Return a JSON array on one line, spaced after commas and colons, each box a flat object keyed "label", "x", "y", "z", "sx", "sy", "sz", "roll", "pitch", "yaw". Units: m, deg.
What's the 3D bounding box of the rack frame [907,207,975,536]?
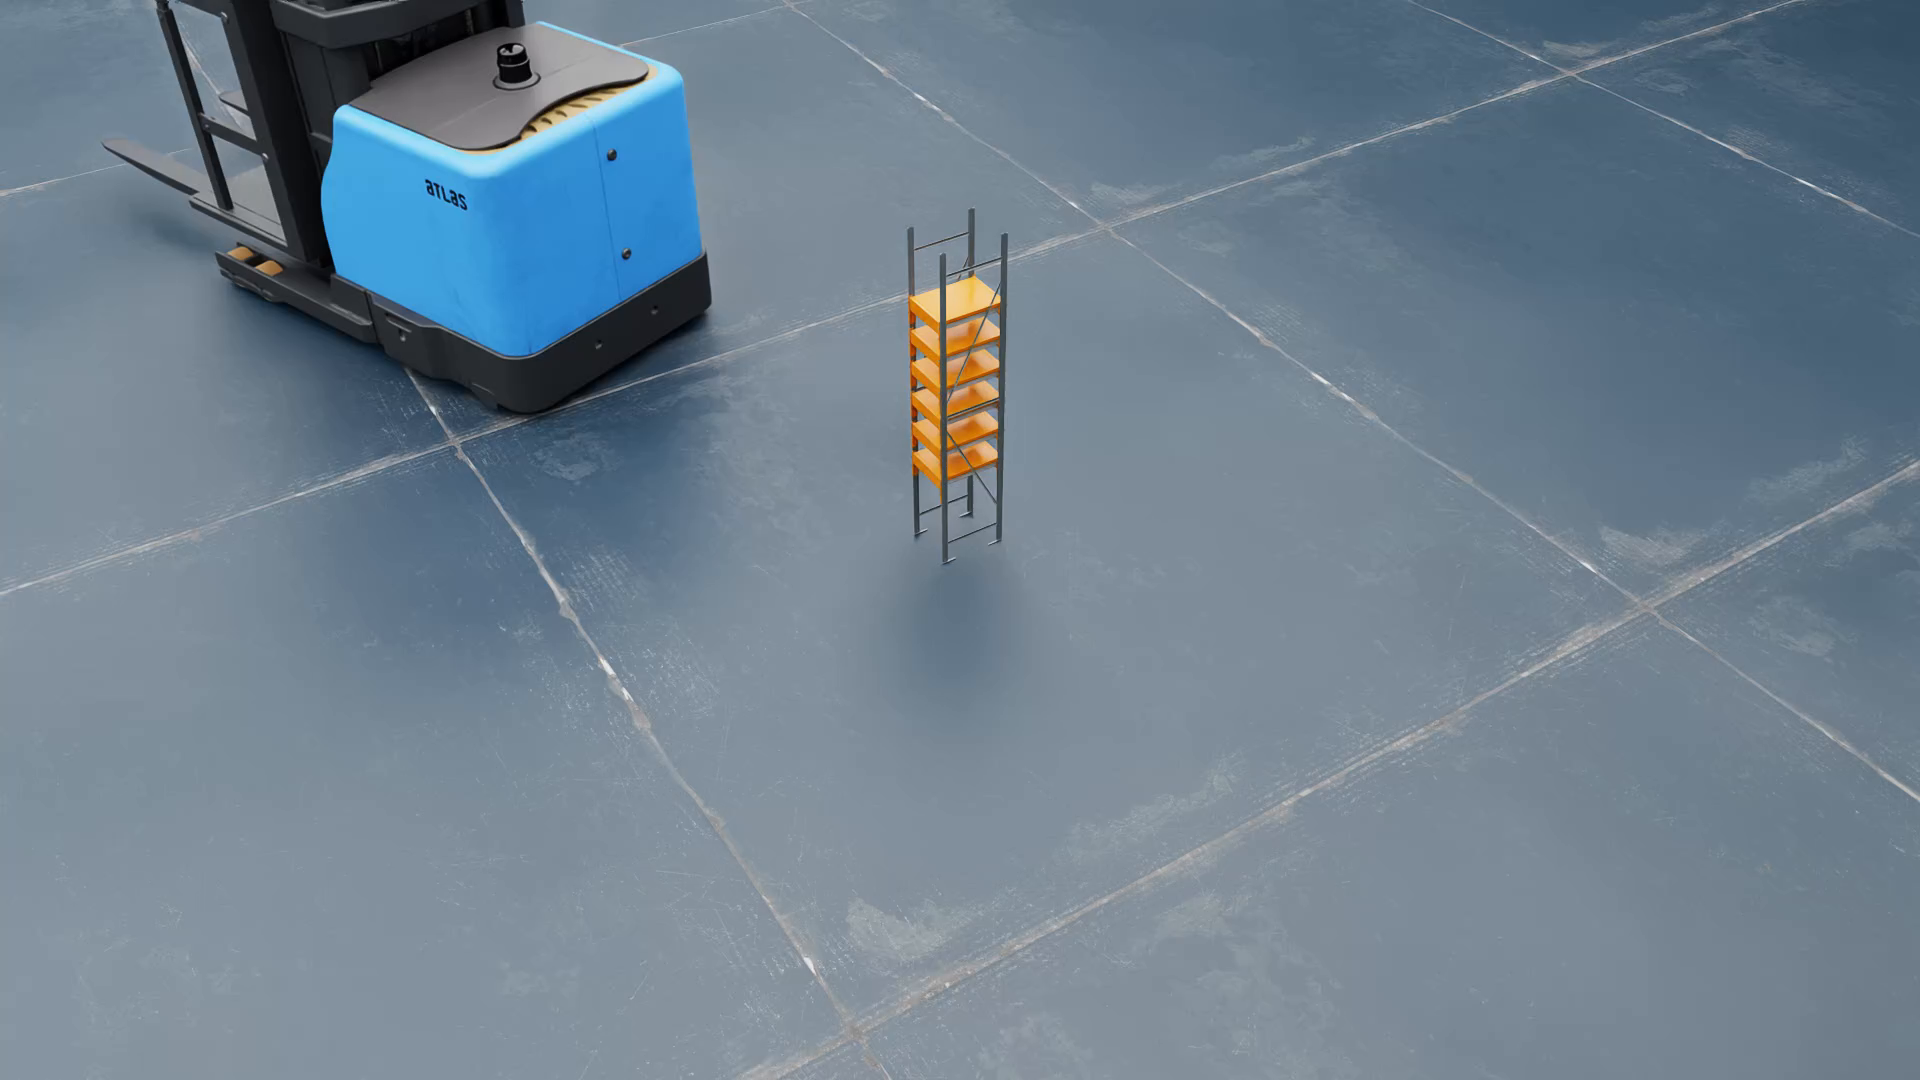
[{"label": "rack frame", "x": -0.057, "y": -0.518, "z": 5.435, "sx": 0.240, "sy": 1.200, "sz": 0.006, "roll": -22, "pitch": 45, "yaw": -24}]

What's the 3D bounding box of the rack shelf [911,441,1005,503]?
[{"label": "rack shelf", "x": -0.008, "y": -0.250, "z": 5.557, "sx": 0.258, "sy": 0.103, "sz": 0.180, "roll": -22, "pitch": 45, "yaw": -24}]

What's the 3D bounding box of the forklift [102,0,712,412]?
[{"label": "forklift", "x": -2.502, "y": -2.366, "z": 6.299, "sx": 3.031, "sy": 2.935, "sz": 1.130, "roll": 25, "pitch": 46, "yaw": 27}]

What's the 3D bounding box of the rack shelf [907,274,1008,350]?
[{"label": "rack shelf", "x": -0.008, "y": -0.711, "z": 5.173, "sx": 0.258, "sy": 0.103, "sz": 0.180, "roll": -22, "pitch": 45, "yaw": -24}]

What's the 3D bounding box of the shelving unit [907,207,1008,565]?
[{"label": "shelving unit", "x": -0.008, "y": -0.469, "z": 5.375, "sx": 0.258, "sy": 1.200, "sz": 0.189, "roll": -22, "pitch": 45, "yaw": -24}]

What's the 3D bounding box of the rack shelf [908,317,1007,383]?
[{"label": "rack shelf", "x": -0.008, "y": -0.619, "z": 5.250, "sx": 0.258, "sy": 0.103, "sz": 0.180, "roll": -22, "pitch": 45, "yaw": -24}]

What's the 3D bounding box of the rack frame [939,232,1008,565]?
[{"label": "rack frame", "x": 0.041, "y": -0.419, "z": 5.316, "sx": 0.240, "sy": 1.200, "sz": 0.006, "roll": -22, "pitch": 45, "yaw": -24}]

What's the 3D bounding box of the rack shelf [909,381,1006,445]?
[{"label": "rack shelf", "x": -0.008, "y": -0.435, "z": 5.404, "sx": 0.258, "sy": 0.103, "sz": 0.180, "roll": -22, "pitch": 45, "yaw": -24}]

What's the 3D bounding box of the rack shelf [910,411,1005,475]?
[{"label": "rack shelf", "x": -0.008, "y": -0.342, "z": 5.481, "sx": 0.258, "sy": 0.103, "sz": 0.180, "roll": -22, "pitch": 45, "yaw": -24}]

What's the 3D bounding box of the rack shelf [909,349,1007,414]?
[{"label": "rack shelf", "x": -0.008, "y": -0.527, "z": 5.327, "sx": 0.258, "sy": 0.103, "sz": 0.180, "roll": -22, "pitch": 45, "yaw": -24}]
